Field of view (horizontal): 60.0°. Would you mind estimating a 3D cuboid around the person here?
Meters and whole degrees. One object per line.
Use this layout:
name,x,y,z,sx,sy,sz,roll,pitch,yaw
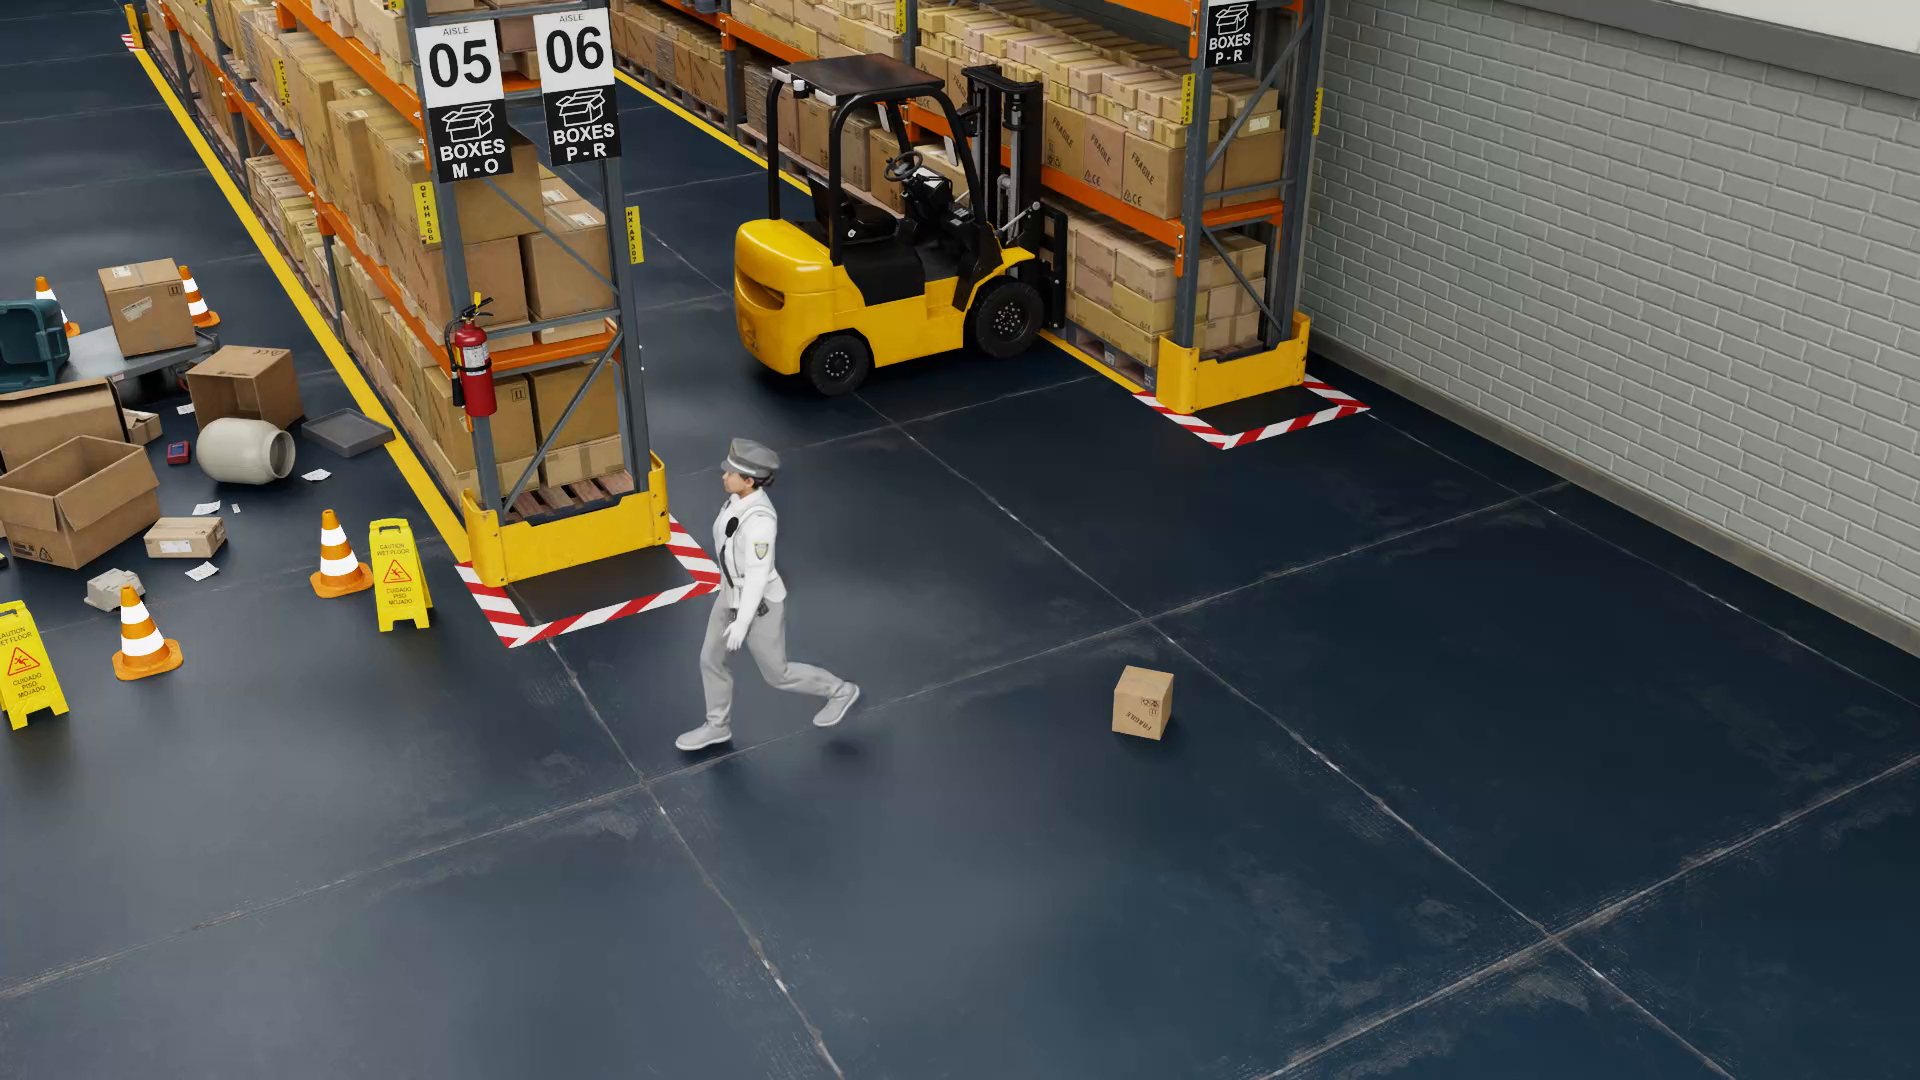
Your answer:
person,-0.970,0.265,8.028,0.928,1.644,0.478,-12,31,-20
